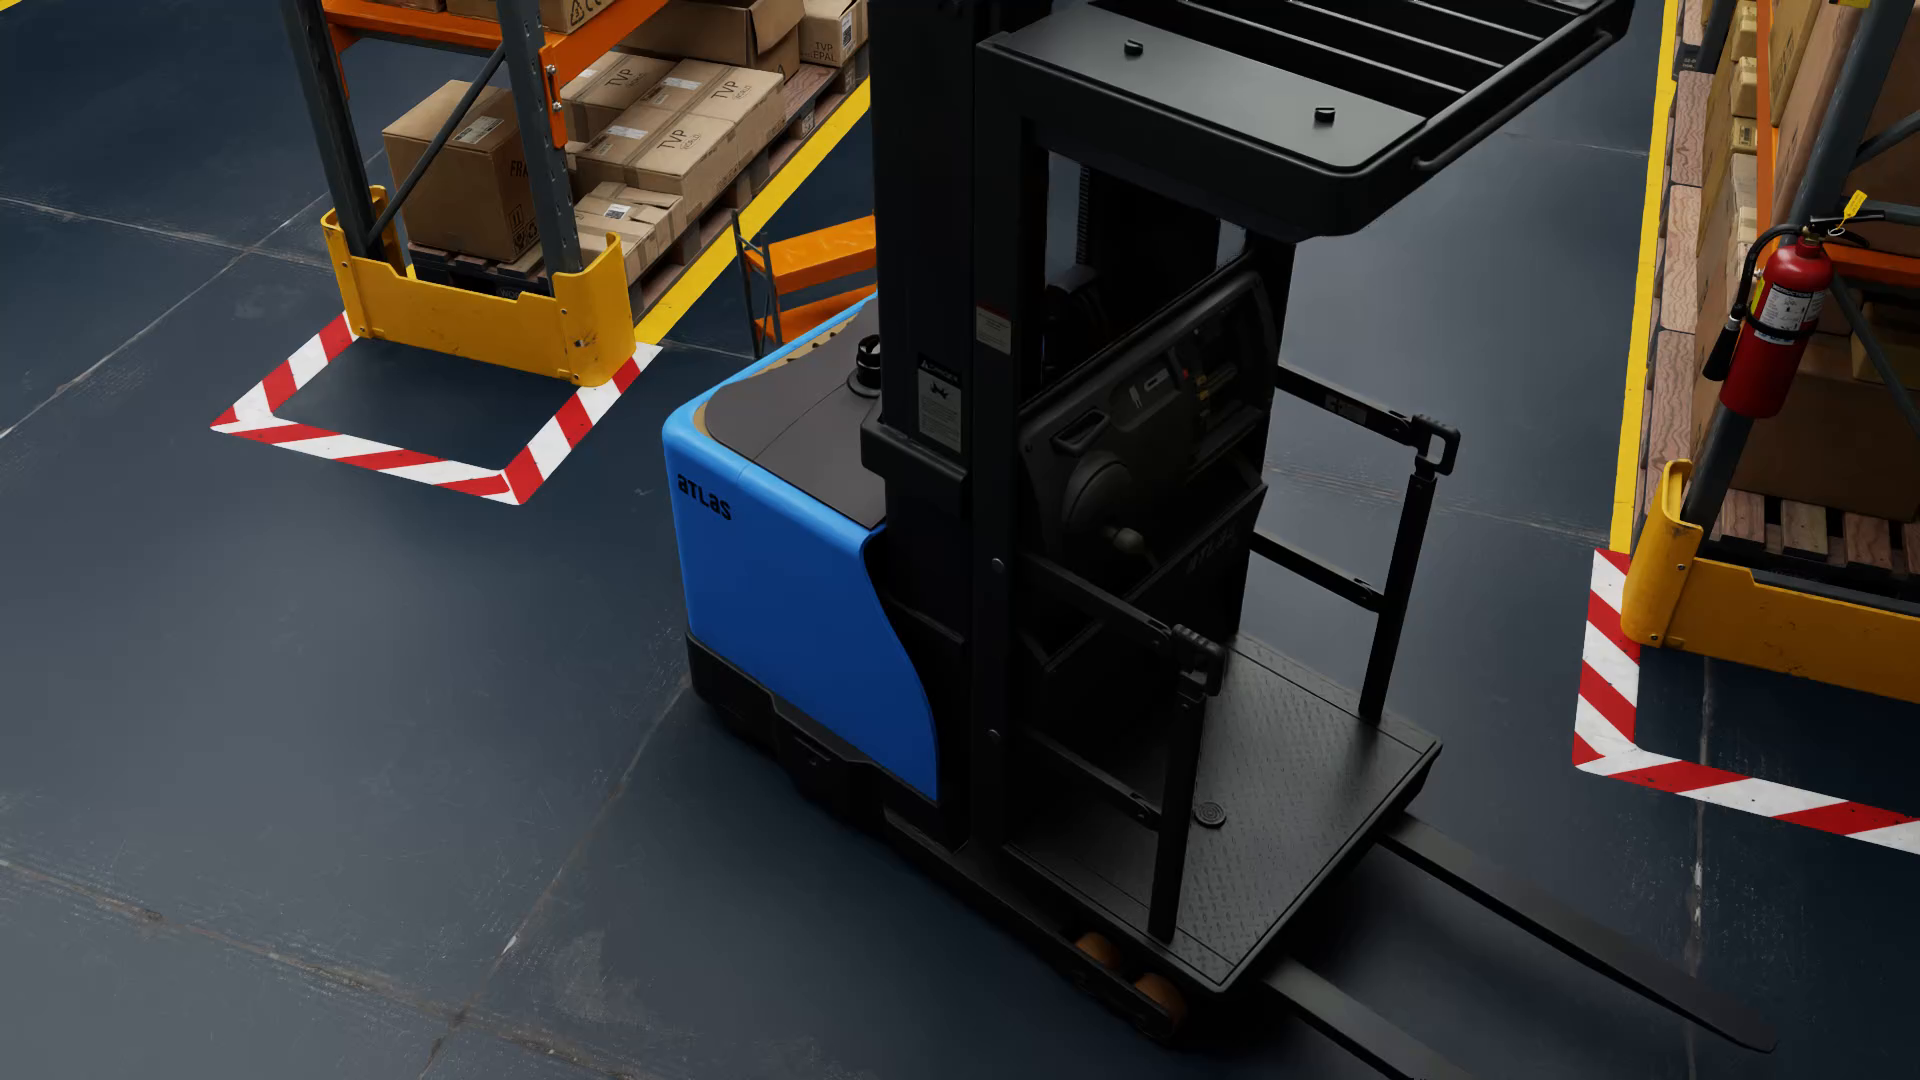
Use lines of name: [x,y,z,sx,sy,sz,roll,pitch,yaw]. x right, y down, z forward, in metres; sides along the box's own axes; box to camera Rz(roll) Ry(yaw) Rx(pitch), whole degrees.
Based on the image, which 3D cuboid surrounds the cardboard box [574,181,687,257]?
cardboard box: [-1.357,-1.329,6.841,0.380,0.166,0.250,13,42,15]

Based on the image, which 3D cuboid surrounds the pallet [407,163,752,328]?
pallet: [-1.611,-1.380,7.205,1.003,0.211,1.213,13,42,15]

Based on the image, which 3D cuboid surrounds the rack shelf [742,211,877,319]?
rack shelf: [-0.413,-0.868,5.222,0.480,0.148,0.258,-21,36,-23]

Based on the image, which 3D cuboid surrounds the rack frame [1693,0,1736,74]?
rack frame: [4.116,-3.251,7.249,1.000,3.000,0.127,13,42,15]

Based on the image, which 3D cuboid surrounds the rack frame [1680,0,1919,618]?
rack frame: [2.748,-0.811,4.389,1.000,3.000,0.127,13,42,15]

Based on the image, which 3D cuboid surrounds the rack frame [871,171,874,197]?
rack frame: [-0.174,-0.620,5.531,0.015,1.200,0.240,-21,36,-23]

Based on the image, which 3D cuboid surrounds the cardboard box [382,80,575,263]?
cardboard box: [-1.954,-1.511,6.797,0.500,0.500,0.500,13,42,15]

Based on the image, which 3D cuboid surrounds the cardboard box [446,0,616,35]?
cardboard box: [-1.509,-2.158,5.892,0.500,0.500,0.500,14,42,16]

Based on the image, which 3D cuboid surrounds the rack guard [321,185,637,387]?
rack guard: [-1.882,-1.004,6.541,1.175,0.500,0.348,13,42,15]

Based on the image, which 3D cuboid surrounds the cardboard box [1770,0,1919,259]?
cardboard box: [2.913,-1.238,4.659,0.980,0.700,0.700,15,43,17]

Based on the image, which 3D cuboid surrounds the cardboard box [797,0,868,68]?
cardboard box: [-0.725,-2.624,8.248,0.500,0.311,0.500,13,42,15]

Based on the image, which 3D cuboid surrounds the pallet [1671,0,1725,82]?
pallet: [4.309,-2.677,8.725,1.003,0.211,1.213,13,42,15]

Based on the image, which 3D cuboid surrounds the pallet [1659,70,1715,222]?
pallet: [3.782,-1.743,7.631,1.003,0.211,1.213,13,42,15]

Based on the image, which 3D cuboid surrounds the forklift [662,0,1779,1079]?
forklift: [0.616,-0.232,3.764,3.031,2.935,1.130,30,49,30]

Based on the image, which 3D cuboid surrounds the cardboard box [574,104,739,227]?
cardboard box: [-1.285,-1.603,7.097,0.500,0.250,0.500,13,42,15]

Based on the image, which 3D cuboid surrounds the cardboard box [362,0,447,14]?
cardboard box: [-2.011,-2.280,6.034,0.500,0.500,0.500,15,43,16]

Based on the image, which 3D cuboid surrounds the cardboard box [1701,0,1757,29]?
cardboard box: [4.216,-3.018,8.309,0.750,0.750,0.750,14,42,16]

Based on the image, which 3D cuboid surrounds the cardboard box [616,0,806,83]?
cardboard box: [-1.178,-2.418,7.858,0.797,0.503,0.637,13,42,15]

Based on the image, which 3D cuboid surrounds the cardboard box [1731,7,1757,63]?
cardboard box: [3.475,-2.104,7.008,0.380,0.149,0.250,15,43,17]

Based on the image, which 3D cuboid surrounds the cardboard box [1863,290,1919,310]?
cardboard box: [3.211,-0.904,5.601,0.380,0.149,0.250,13,42,15]

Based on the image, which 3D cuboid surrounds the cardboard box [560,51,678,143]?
cardboard box: [-1.601,-1.989,7.549,0.500,0.250,0.500,13,42,15]

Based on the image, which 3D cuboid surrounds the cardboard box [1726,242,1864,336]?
cardboard box: [2.766,-0.834,5.520,0.380,0.149,0.250,13,42,15]

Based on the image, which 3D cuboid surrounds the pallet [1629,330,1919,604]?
pallet: [2.948,-0.255,5.887,1.003,0.211,1.213,13,42,15]

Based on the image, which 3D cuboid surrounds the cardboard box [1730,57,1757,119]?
cardboard box: [3.297,-1.786,6.635,0.380,0.149,0.250,12,42,14]

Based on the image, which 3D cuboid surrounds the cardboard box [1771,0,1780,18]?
cardboard box: [3.421,-2.148,5.725,0.980,0.700,0.700,11,42,13]

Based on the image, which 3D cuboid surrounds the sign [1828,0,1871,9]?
sign: [2.243,-1.470,4.088,0.100,0.325,0.005,13,42,15]

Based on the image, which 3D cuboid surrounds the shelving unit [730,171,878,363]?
shelving unit: [-0.385,-0.540,5.436,0.503,1.200,0.258,-21,36,-23]

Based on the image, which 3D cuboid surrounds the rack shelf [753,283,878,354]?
rack shelf: [-0.396,-0.671,5.351,0.480,0.148,0.258,-21,36,-23]

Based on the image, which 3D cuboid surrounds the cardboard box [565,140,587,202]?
cardboard box: [-1.731,-1.611,7.171,0.380,0.166,0.250,13,42,15]

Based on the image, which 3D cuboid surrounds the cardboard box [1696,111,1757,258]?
cardboard box: [3.411,-1.408,6.691,0.700,0.500,0.500,14,42,16]

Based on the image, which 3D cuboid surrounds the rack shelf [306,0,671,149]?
rack shelf: [-1.225,-2.854,7.339,1.077,0.370,4.000,13,42,15]

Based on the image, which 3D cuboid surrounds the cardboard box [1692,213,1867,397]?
cardboard box: [3.064,-0.774,5.949,0.700,0.500,0.500,13,42,15]

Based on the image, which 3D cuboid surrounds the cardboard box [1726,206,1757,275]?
cardboard box: [2.853,-0.991,5.702,0.380,0.149,0.250,14,43,16]

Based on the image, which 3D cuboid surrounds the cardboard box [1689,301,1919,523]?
cardboard box: [2.893,-0.469,5.591,0.700,0.500,0.500,13,42,15]

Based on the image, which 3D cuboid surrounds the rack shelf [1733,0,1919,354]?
rack shelf: [3.432,-1.757,6.053,1.077,0.370,4.000,13,42,15]

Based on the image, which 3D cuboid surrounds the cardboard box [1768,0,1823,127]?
cardboard box: [3.151,-1.685,5.182,0.980,0.700,0.700,13,42,15]

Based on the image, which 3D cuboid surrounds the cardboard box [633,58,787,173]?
cardboard box: [-1.114,-1.908,7.455,0.500,0.250,0.500,13,42,15]

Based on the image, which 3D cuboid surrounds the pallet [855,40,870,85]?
pallet: [-0.776,-2.868,8.949,1.003,0.211,1.213,13,42,15]

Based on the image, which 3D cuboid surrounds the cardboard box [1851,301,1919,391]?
cardboard box: [3.038,-0.595,5.239,0.380,0.149,0.250,14,42,15]

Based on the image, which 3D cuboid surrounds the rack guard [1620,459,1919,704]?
rack guard: [2.740,0.155,5.184,1.175,0.500,0.348,13,42,15]

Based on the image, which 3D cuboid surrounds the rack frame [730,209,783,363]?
rack frame: [-0.595,-0.460,5.342,0.015,1.200,0.240,-21,36,-23]

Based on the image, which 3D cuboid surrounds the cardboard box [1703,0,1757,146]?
cardboard box: [3.764,-2.026,7.416,0.700,0.500,0.500,14,42,16]

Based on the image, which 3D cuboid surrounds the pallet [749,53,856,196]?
pallet: [-1.192,-2.122,8.074,1.003,0.211,1.213,13,42,15]

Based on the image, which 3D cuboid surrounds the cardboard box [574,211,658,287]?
cardboard box: [-1.442,-1.170,6.668,0.380,0.149,0.250,13,42,15]

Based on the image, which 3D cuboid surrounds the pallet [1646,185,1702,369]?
pallet: [3.367,-0.997,6.756,1.003,0.211,1.213,13,42,15]

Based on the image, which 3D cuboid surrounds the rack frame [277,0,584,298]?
rack frame: [-1.908,-1.908,5.675,1.000,3.000,0.127,13,42,15]

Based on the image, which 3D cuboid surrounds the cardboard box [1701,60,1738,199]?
cardboard box: [3.589,-1.720,7.058,0.700,0.500,0.500,13,42,15]

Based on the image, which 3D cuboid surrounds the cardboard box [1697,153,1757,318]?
cardboard box: [3.236,-1.081,6.308,0.700,0.500,0.500,12,42,14]

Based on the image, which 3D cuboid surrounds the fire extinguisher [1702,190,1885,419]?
fire extinguisher: [2.263,-0.650,4.548,0.296,0.674,0.183,13,42,15]
